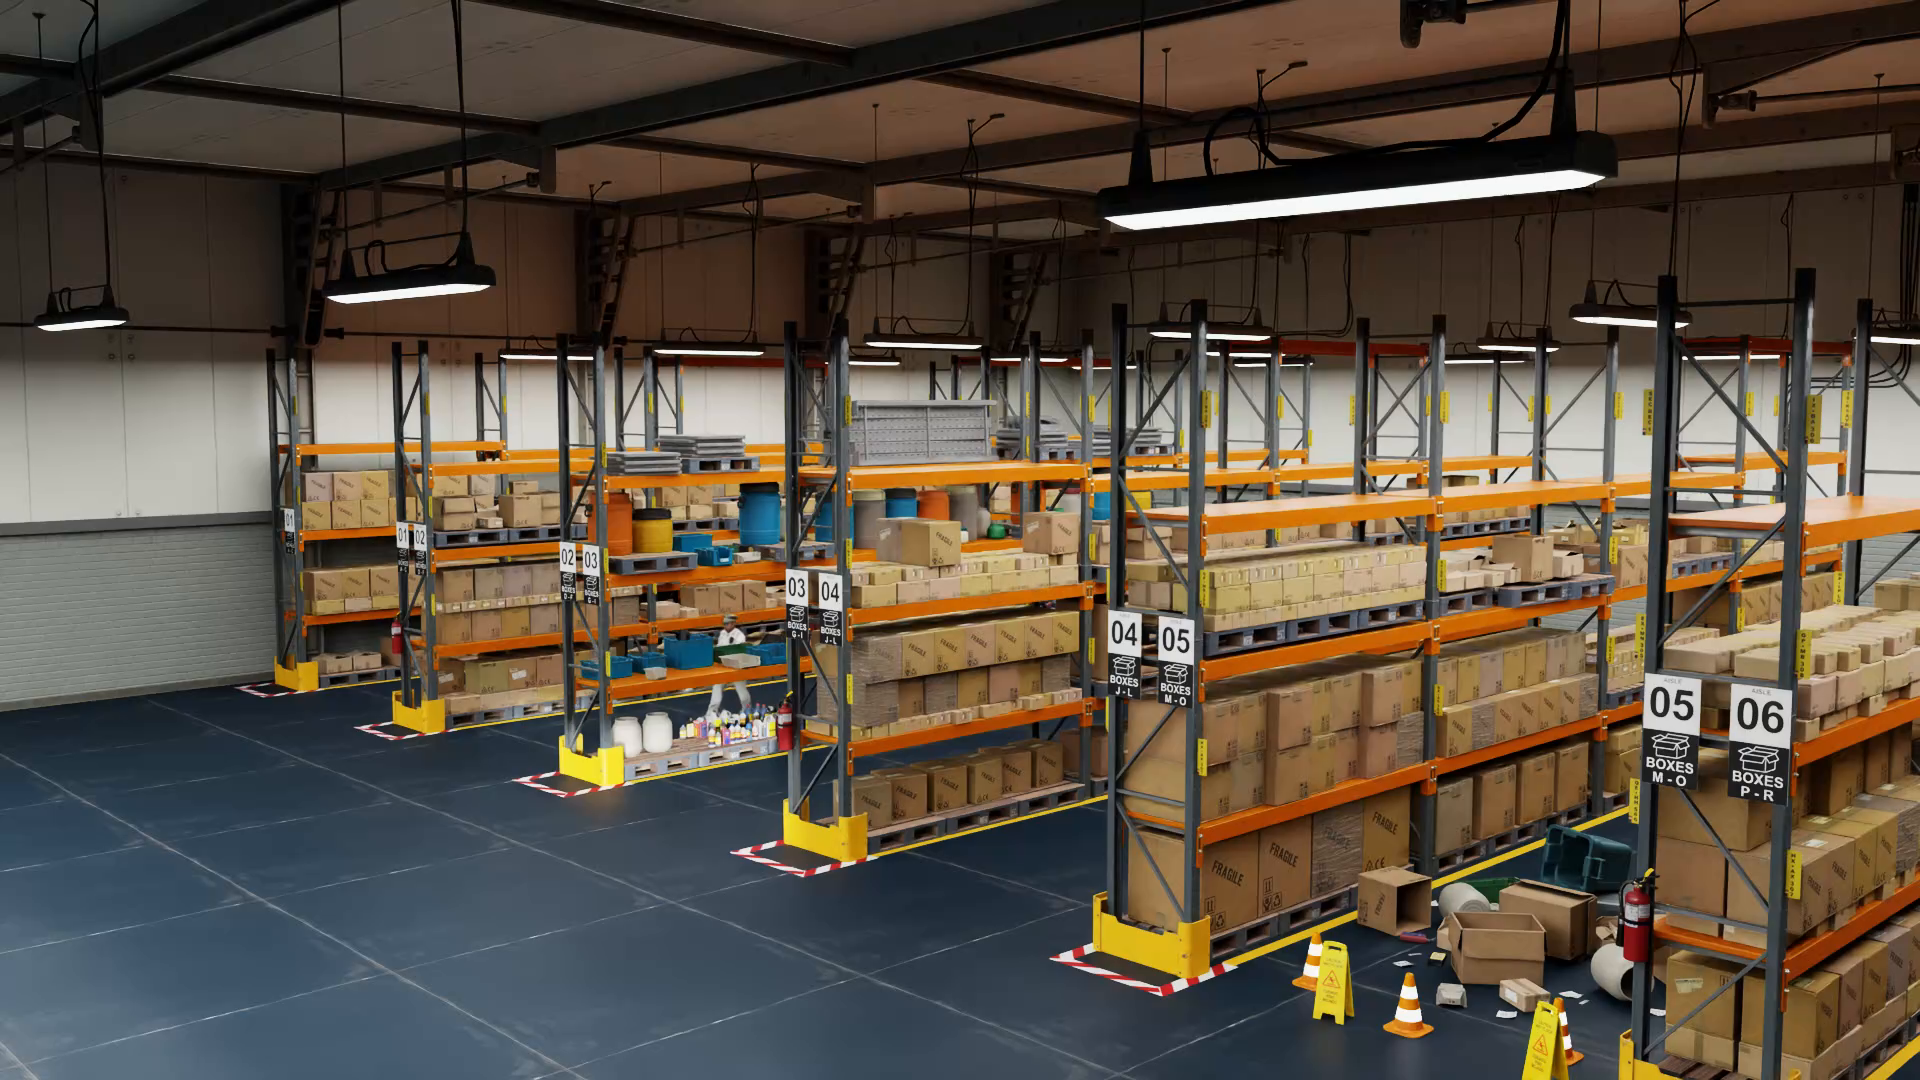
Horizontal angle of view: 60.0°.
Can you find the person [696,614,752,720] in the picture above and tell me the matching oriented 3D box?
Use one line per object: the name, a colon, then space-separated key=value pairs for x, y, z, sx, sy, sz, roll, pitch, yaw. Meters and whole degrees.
person: x=-3.674 y=2.013 z=26.276 sx=0.574 sy=1.709 sz=0.991 roll=3 pitch=6 yaw=28
